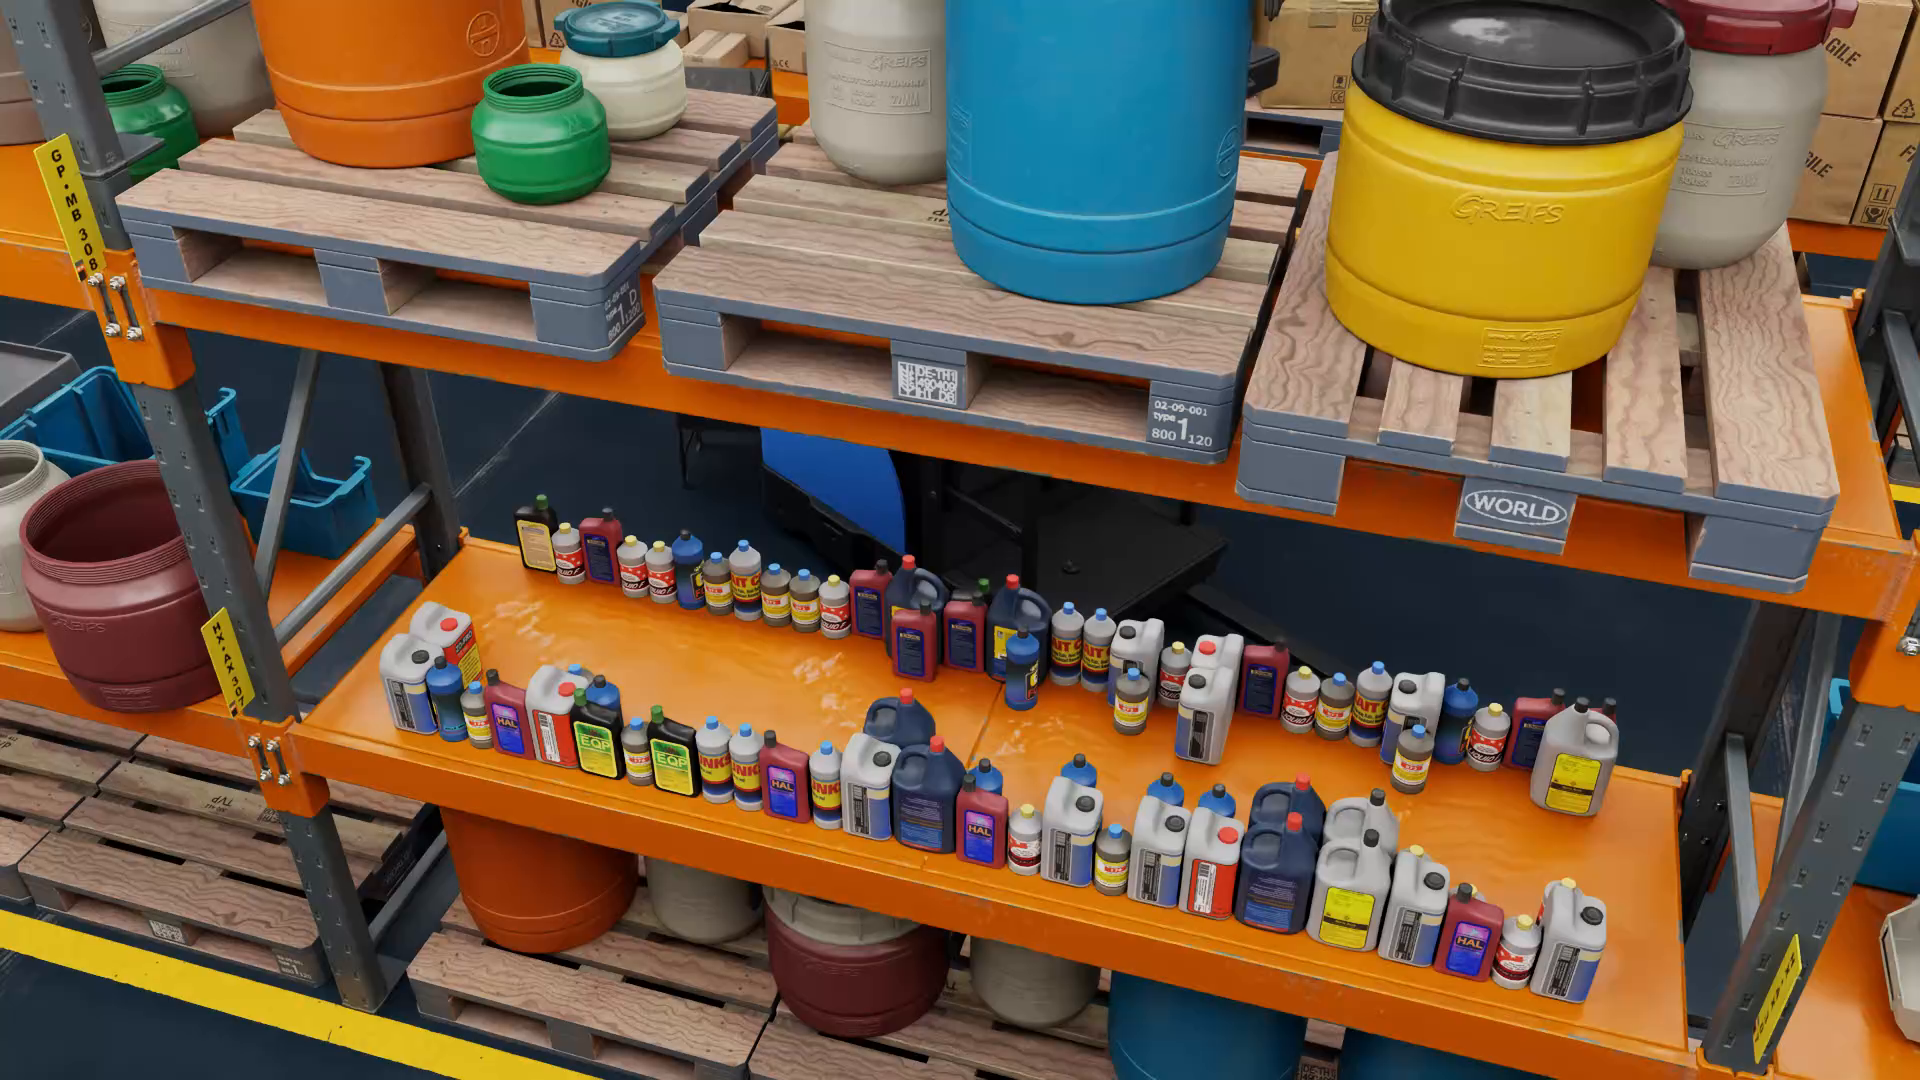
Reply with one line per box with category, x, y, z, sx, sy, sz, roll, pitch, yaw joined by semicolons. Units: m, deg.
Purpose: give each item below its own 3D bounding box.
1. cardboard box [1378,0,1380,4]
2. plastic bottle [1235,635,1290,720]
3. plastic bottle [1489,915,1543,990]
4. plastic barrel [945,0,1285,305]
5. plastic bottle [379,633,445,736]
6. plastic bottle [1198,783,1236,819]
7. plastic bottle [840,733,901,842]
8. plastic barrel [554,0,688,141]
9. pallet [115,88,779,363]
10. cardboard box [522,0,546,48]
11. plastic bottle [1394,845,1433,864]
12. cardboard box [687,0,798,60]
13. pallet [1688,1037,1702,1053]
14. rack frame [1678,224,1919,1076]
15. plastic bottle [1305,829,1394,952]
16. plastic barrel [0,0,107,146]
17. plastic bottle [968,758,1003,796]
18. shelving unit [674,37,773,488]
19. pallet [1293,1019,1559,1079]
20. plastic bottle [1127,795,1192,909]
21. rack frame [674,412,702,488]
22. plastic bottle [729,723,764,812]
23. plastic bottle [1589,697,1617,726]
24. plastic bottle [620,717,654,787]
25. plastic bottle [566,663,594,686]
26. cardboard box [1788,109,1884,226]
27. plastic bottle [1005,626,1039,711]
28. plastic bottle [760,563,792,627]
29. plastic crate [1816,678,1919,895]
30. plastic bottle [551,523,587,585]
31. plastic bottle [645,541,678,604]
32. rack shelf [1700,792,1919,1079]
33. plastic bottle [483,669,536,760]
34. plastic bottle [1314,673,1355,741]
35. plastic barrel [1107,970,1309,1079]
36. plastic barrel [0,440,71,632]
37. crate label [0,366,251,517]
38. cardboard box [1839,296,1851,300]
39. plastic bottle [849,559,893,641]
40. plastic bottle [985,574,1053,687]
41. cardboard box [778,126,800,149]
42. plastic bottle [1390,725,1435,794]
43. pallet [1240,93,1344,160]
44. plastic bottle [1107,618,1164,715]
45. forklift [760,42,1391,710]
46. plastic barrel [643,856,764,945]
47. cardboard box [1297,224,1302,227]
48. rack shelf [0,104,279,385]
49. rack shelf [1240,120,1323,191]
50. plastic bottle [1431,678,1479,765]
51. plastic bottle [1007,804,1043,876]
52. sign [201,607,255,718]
cardboard box;2.365;-2.505;8.184;0.500;0.500;0.700;16;39;21
plastic bottle;0.875;0.386;4.793;0.133;0.283;0.061;10;38;14
plastic bottle;1.354;0.991;4.041;0.097;0.201;0.097;0;36;0
plastic barrel;0.270;-0.992;3.259;0.708;0.901;0.600;10;38;14
plastic bottle;-1.556;0.405;4.774;0.135;0.276;0.152;10;38;14
plastic bottle;0.662;0.740;4.323;0.097;0.271;0.097;0;36;0
plastic bottle;-0.233;0.650;4.441;0.135;0.276;0.152;10;38;14
plastic barrel;-0.806;-1.119;3.972;0.301;0.262;0.301;0;36;0
pallet;-1.172;-0.846;3.998;1.213;0.211;1.003;10;38;14
cardboard box;-2.501;-3.127;9.384;0.500;0.500;0.500;11;38;14
plastic bottle;1.143;0.857;4.222;0.097;0.201;0.097;0;36;0
cardboard box;-1.188;-2.938;9.287;0.500;0.311;0.500;10;38;13
pallet;2.659;2.034;4.809;1.213;0.211;1.003;10;38;14
rack frame;1.945;0.802;4.129;0.127;3.000;1.000;10;38;14
plastic bottle;0.970;0.845;4.113;0.185;0.351;0.144;10;38;14
plastic barrel;-2.592;-1.582;4.416;0.600;0.901;0.600;0;36;0
plastic bottle;0.065;0.686;4.396;0.097;0.271;0.097;0;36;0
shelving unit;-1.085;-1.208;7.620;0.503;2.100;0.431;3;36;4
pallet;1.221;1.766;5.173;1.213;0.211;1.003;10;38;14
plastic bottle;0.514;0.788;4.253;0.135;0.276;0.152;10;38;14
rack frame;-1.329;-1.219;7.635;0.015;2.100;0.400;3;36;4
plastic bottle;-0.572;0.606;4.505;0.097;0.271;0.097;0;36;0
plastic bottle;1.722;0.543;4.580;0.133;0.283;0.061;10;38;14
plastic bottle;-0.885;0.576;4.604;0.097;0.201;0.097;0;36;0
plastic bottle;-1.095;0.443;4.786;0.097;0.201;0.097;0;36;0
cardboard box;3.831;-1.796;7.575;0.500;0.500;0.500;11;38;15
plastic bottle;0.180;0.363;4.834;0.097;0.271;0.097;0;36;0
plastic bottle;-0.570;0.163;5.165;0.097;0.201;0.097;0;36;0
plastic crate;2.492;0.674;4.266;0.575;0.384;0.392;10;38;14
plastic bottle;-1.255;0.036;5.338;0.097;0.201;0.097;0;36;0
plastic bottle;-0.942;0.094;5.259;0.097;0.201;0.097;0;36;0
rack shelf;3.854;1.446;3.862;4.000;0.370;1.077;10;38;14
plastic bottle;-1.256;0.486;4.658;0.133;0.283;0.061;10;38;14
plastic bottle;1.072;0.467;4.752;0.097;0.201;0.097;0;36;0
plastic barrel;0.755;1.247;4.941;0.708;0.901;0.600;10;38;14
plastic barrel;-2.918;-0.011;5.140;0.421;0.512;0.421;0;36;0
crate label;-2.741;-0.247;5.526;0.616;0.435;0.502;10;38;14
cardboard box;4.770;-1.021;8.504;0.500;0.311;0.500;10;38;14
plastic bottle;-0.269;0.175;5.081;0.133;0.283;0.061;10;38;14
plastic bottle;0.175;0.255;4.914;0.185;0.351;0.144;10;38;14
cardboard box;-0.805;-2.253;9.773;0.500;0.311;0.500;12;38;15
plastic bottle;1.248;0.594;4.580;0.097;0.201;0.097;0;36;0
pallet;1.465;-2.288;8.490;1.213;0.211;1.003;10;38;14
plastic bottle;0.512;0.350;4.848;0.135;0.276;0.152;10;38;14
forklift;0.447;-0.876;6.467;1.130;2.935;3.031;-29;45;-34
plastic barrel;-0.835;1.054;5.532;0.421;0.512;0.421;0;36;0
cardboard box;2.049;-1.574;9.096;0.500;0.500;0.500;11;38;14
rack shelf;-3.782;-1.176;4.894;4.000;0.370;1.077;10;38;14
rack shelf;1.517;-2.063;8.630;4.000;0.370;1.077;10;38;14
plastic bottle;1.387;0.497;4.652;0.097;0.271;0.097;0;36;0
plastic bottle;0.174;0.772;4.338;0.097;0.201;0.097;0;36;0
sign;-2.030;0.342;4.617;0.005;0.325;0.100;10;38;14
